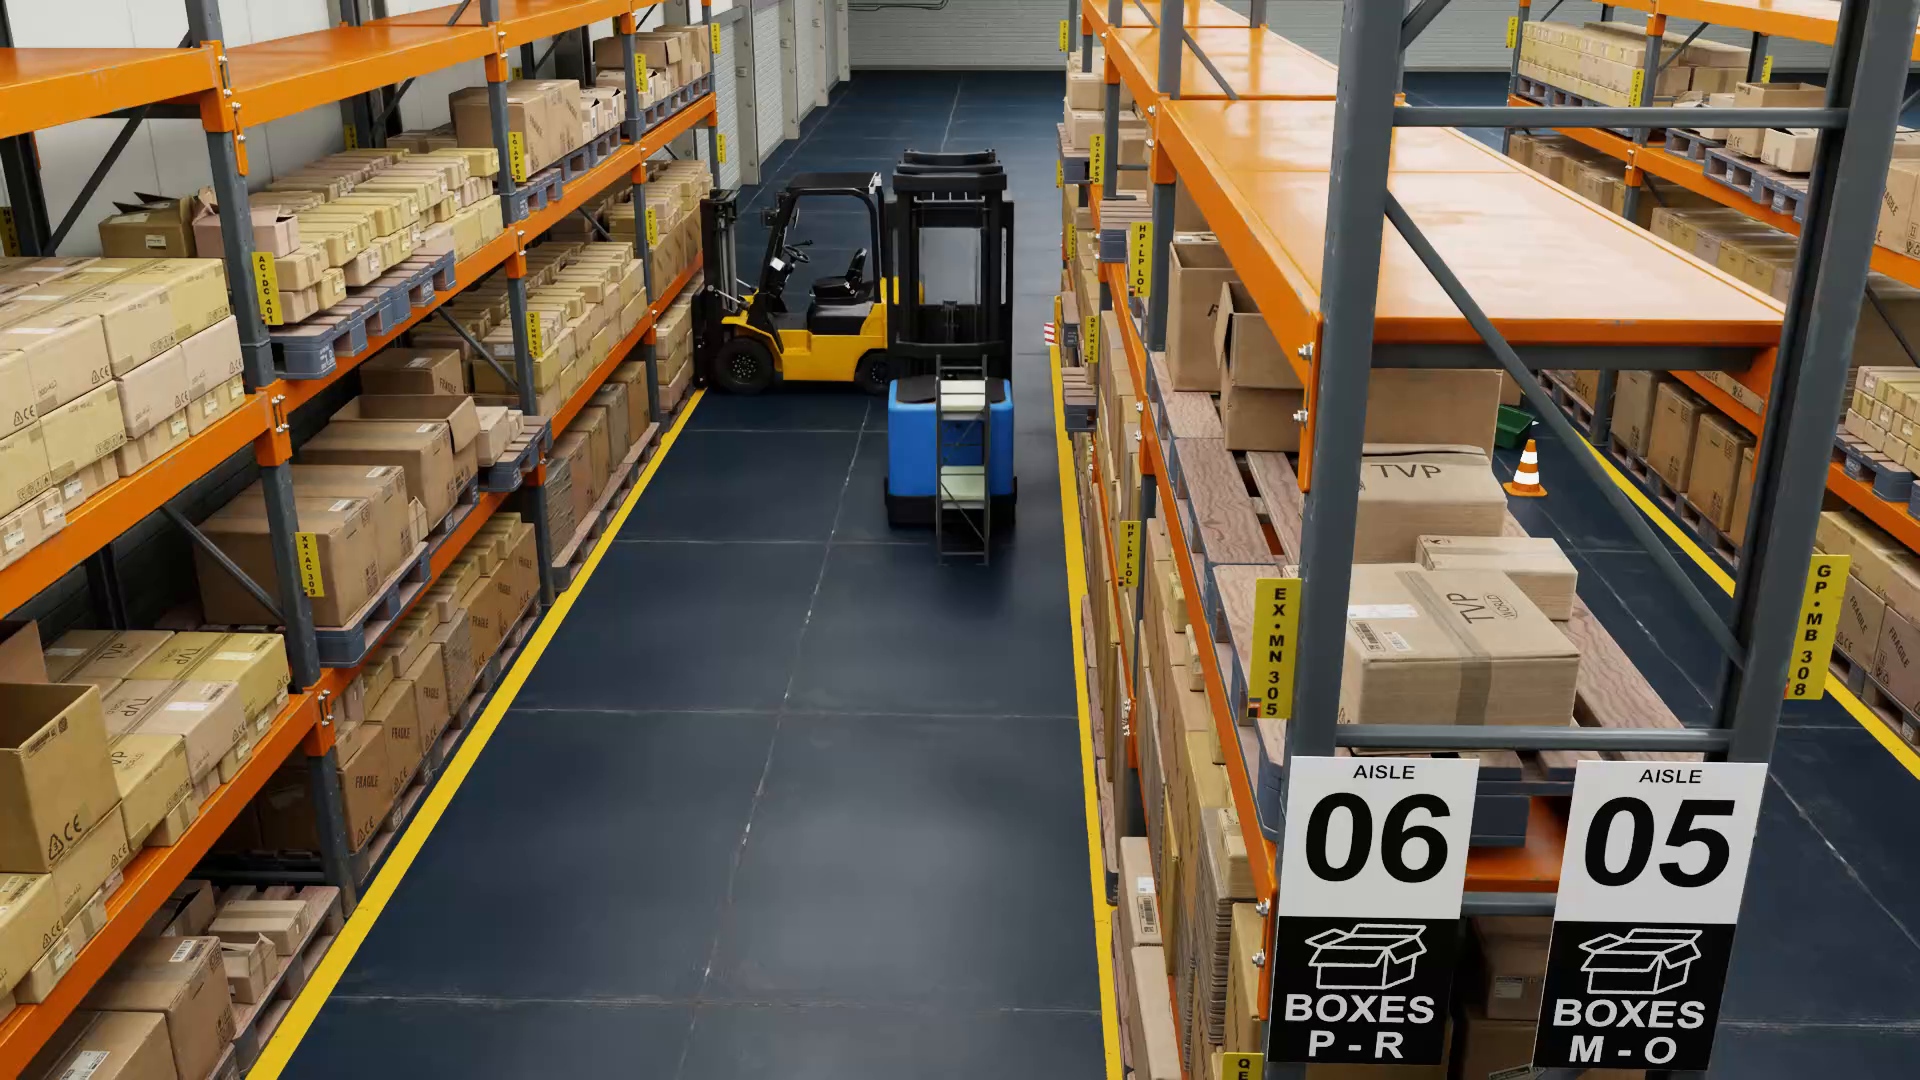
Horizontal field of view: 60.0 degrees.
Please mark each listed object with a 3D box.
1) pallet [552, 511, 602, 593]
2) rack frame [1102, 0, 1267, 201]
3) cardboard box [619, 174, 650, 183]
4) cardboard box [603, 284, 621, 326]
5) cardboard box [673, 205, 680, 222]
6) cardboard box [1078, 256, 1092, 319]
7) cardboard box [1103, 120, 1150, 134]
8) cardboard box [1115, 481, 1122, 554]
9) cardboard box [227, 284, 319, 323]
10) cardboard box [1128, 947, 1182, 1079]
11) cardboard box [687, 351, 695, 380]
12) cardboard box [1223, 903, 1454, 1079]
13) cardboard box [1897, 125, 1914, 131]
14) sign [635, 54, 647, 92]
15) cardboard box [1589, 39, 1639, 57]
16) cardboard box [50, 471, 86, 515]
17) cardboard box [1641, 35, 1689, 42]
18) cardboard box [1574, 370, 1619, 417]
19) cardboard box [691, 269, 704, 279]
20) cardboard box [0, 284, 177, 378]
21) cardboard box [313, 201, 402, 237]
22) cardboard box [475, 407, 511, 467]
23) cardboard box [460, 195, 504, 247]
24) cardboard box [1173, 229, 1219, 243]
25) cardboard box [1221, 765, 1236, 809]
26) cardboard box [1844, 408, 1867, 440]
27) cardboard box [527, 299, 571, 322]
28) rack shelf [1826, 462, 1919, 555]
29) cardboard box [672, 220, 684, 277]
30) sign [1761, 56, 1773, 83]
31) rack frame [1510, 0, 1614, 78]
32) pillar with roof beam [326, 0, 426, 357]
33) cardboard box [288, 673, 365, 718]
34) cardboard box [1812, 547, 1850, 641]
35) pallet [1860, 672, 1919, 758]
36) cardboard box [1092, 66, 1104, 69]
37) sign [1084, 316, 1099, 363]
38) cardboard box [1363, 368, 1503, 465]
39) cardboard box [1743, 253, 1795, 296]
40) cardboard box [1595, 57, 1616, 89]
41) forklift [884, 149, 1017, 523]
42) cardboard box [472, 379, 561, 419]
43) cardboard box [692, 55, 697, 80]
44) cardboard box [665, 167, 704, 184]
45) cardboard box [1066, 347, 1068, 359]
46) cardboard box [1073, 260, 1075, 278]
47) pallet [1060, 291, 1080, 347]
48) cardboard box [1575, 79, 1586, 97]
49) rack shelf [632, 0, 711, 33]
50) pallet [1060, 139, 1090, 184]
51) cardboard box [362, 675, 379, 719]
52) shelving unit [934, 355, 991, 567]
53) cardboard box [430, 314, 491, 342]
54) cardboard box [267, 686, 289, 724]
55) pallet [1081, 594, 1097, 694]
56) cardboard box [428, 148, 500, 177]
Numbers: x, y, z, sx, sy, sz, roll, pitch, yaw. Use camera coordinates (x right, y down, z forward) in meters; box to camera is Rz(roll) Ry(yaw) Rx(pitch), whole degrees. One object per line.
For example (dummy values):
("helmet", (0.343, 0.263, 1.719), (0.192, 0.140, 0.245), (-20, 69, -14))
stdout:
("pallet", (-3.444, 0.074, 13.045), (1.003, 0.211, 1.213), (1, 21, 2))
("rack frame", (1.454, -3.672, 10.553), (1.000, 3.000, 0.127), (1, 21, 2))
("cardboard box", (-3.529, -3.815, 17.768), (0.380, 0.149, 0.250), (1, 21, 3))
("cardboard box", (-3.175, -1.987, 14.019), (0.500, 0.250, 0.500), (1, 21, 3))
("cardboard box", (-3.046, -3.299, 16.849), (0.380, 0.149, 0.250), (0, 21, 0))
("cardboard box", (1.226, -1.991, 13.382), (0.500, 0.500, 0.500), (0, 21, -1))
("cardboard box", (1.472, -2.874, 12.499), (0.797, 0.503, 0.637), (1, 21, 2))
("cardboard box", (1.120, -0.122, 9.214), (0.500, 0.250, 0.500), (1, 21, 3))
("cardboard box", (-3.223, -1.109, 7.724), (0.380, 0.149, 0.250), (1, 21, 2))
("cardboard box", (1.179, 2.119, 6.882), (0.875, 0.438, 0.875), (0, 21, 0))
("cardboard box", (-3.040, -1.830, 17.318), (0.500, 0.250, 0.500), (1, 21, 3))
("cardboard box", (0.987, 1.328, 4.440), (0.500, 0.500, 0.500), (1, 21, 3))
("cardboard box", (6.662, -2.869, 12.117), (0.500, 0.250, 0.500), (1, 21, 3))
("sign", (-2.843, -4.158, 14.803), (0.100, 0.325, 0.005), (1, 21, 2))
("cardboard box", (6.249, -4.701, 15.878), (0.380, 0.149, 0.250), (1, 21, 2))
("cardboard box", (-3.423, -0.168, 6.017), (0.380, 0.149, 0.250), (1, 21, 2))
("cardboard box", (6.923, -4.877, 16.331), (0.380, 0.149, 0.250), (1, 21, 1))
("cardboard box", (6.615, -1.735, 16.211), (0.875, 0.875, 0.875), (1, 21, 2))
("cardboard box", (-2.976, -2.846, 18.556), (0.500, 0.250, 0.500), (1, 21, 3))
("cardboard box", (-3.411, -0.814, 6.438), (0.500, 0.250, 0.500), (0, 21, 1))
("cardboard box", (-3.211, -1.714, 8.871), (0.380, 0.149, 0.250), (1, 21, 2))
("cardboard box", (-3.216, -0.669, 10.734), (0.500, 0.250, 0.500), (0, 21, -1))
("cardboard box", (-3.281, -2.069, 10.774), (0.500, 0.250, 0.500), (0, 21, 0))
("cardboard box", (1.240, -1.600, 9.100), (0.380, 0.166, 0.250), (2, 21, 6))
("cardboard box", (0.977, 0.793, 4.920), (0.380, 0.149, 0.250), (1, 21, 3))
("cardboard box", (6.189, -0.776, 11.150), (0.380, 0.149, 0.250), (0, 21, 1))
("cardboard box", (-3.242, -1.765, 12.896), (0.380, 0.149, 0.250), (1, 21, 2))
("rack shelf", (6.344, 0.201, 9.858), (1.077, 0.370, 4.000), (1, 21, 2))
("cardboard box", (-3.098, -2.950, 16.848), (0.500, 0.500, 0.500), (0, 21, 1))
("sign", (7.069, -4.087, 14.620), (0.100, 0.325, 0.005), (1, 21, 2))
("rack frame", (6.648, -6.547, 17.961), (1.000, 3.000, 0.127), (1, 21, 2))
("pillar with roof beam", (-0.066, -4.159, 11.808), (9.100, 9.000, 0.400), (1, 21, 2))
("cardboard box", (-3.393, 0.825, 8.823), (0.380, 0.149, 0.250), (0, 21, -1))
("cardboard box", (6.128, 0.365, 11.316), (0.500, 0.500, 0.500), (0, 21, -1))
("pallet", (6.339, 1.165, 10.234), (1.003, 0.211, 1.213), (1, 21, 2))
("cardboard box", (1.383, -4.468, 15.997), (0.380, 0.149, 0.250), (0, 21, 1))
("sign", (0.911, -1.381, 11.449), (0.100, 0.325, 0.005), (1, 21, 2))
("cardboard box", (1.422, -0.397, 5.403), (0.500, 0.500, 0.500), (1, 21, 3))
("cardboard box", (6.456, -1.901, 12.760), (0.700, 0.500, 0.500), (0, 21, 1))
("cardboard box", (6.300, -4.377, 15.593), (0.500, 0.250, 0.500), (1, 21, 1))
("forklift", (-0.093, -1.984, 14.591), (1.130, 2.935, 3.031), (0, 21, -1))
("cardboard box", (-3.250, -1.016, 12.209), (0.500, 0.250, 0.500), (1, 21, 2))
("cardboard box", (-2.994, -5.004, 17.600), (0.396, 0.266, 0.258), (1, 21, 2))
("cardboard box", (-3.022, -3.992, 18.226), (0.380, 0.149, 0.250), (1, 21, 3))
("cardboard box", (1.353, -2.170, 17.159), (0.500, 0.500, 0.500), (2, 21, 4))
("cardboard box", (1.340, -2.670, 15.714), (0.500, 0.500, 0.500), (0, 21, 0))
("pallet", (1.407, -1.957, 14.692), (1.003, 0.211, 1.213), (1, 21, 2))
("cardboard box", (6.255, -4.423, 16.263), (0.380, 0.149, 0.250), (0, 21, 1))
("rack shelf", (-3.325, -5.373, 16.483), (1.077, 0.370, 4.000), (1, 21, 2))
("pallet", (1.422, -3.035, 13.318), (1.213, 0.211, 1.003), (1, 21, 2))
("cardboard box", (-3.425, 0.864, 9.133), (0.380, 0.149, 0.250), (0, 21, -1))
("shelving unit", (0.018, -0.629, 13.078), (0.431, 1.500, 0.755), (0, 21, -1))
("cardboard box", (-3.735, -1.586, 12.435), (0.380, 0.149, 0.250), (1, 21, 2))
("cardboard box", (-3.387, 0.753, 7.789), (0.380, 0.149, 0.250), (1, 21, 2))
("pallet", (1.354, 0.709, 11.410), (1.003, 0.211, 1.213), (1, 21, 2))
("cardboard box", (-3.222, -2.454, 10.805), (0.380, 0.149, 0.250), (1, 21, 3))
